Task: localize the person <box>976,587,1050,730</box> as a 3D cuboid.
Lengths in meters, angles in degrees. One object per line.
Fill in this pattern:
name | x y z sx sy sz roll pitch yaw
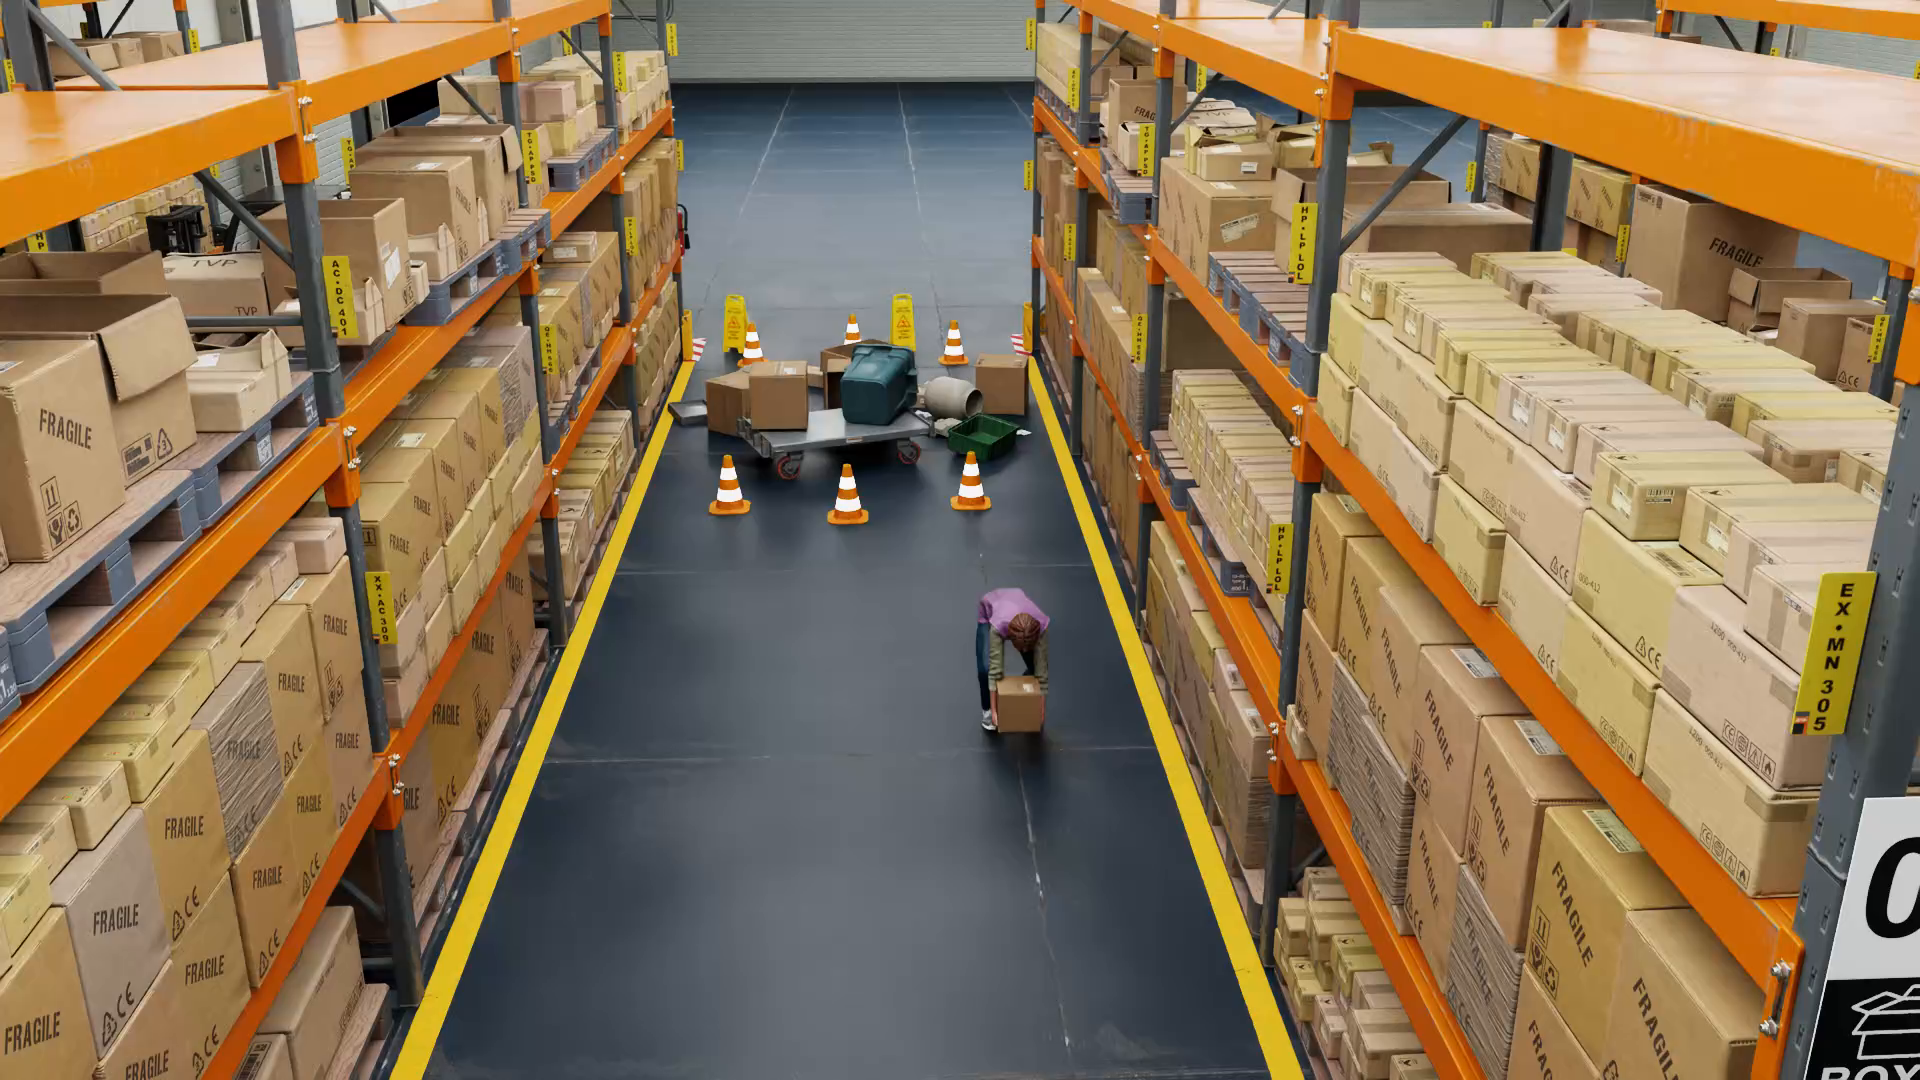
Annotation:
person | 0.313 0.754 10.044 0.412 0.928 0.862 -2 21 -6
